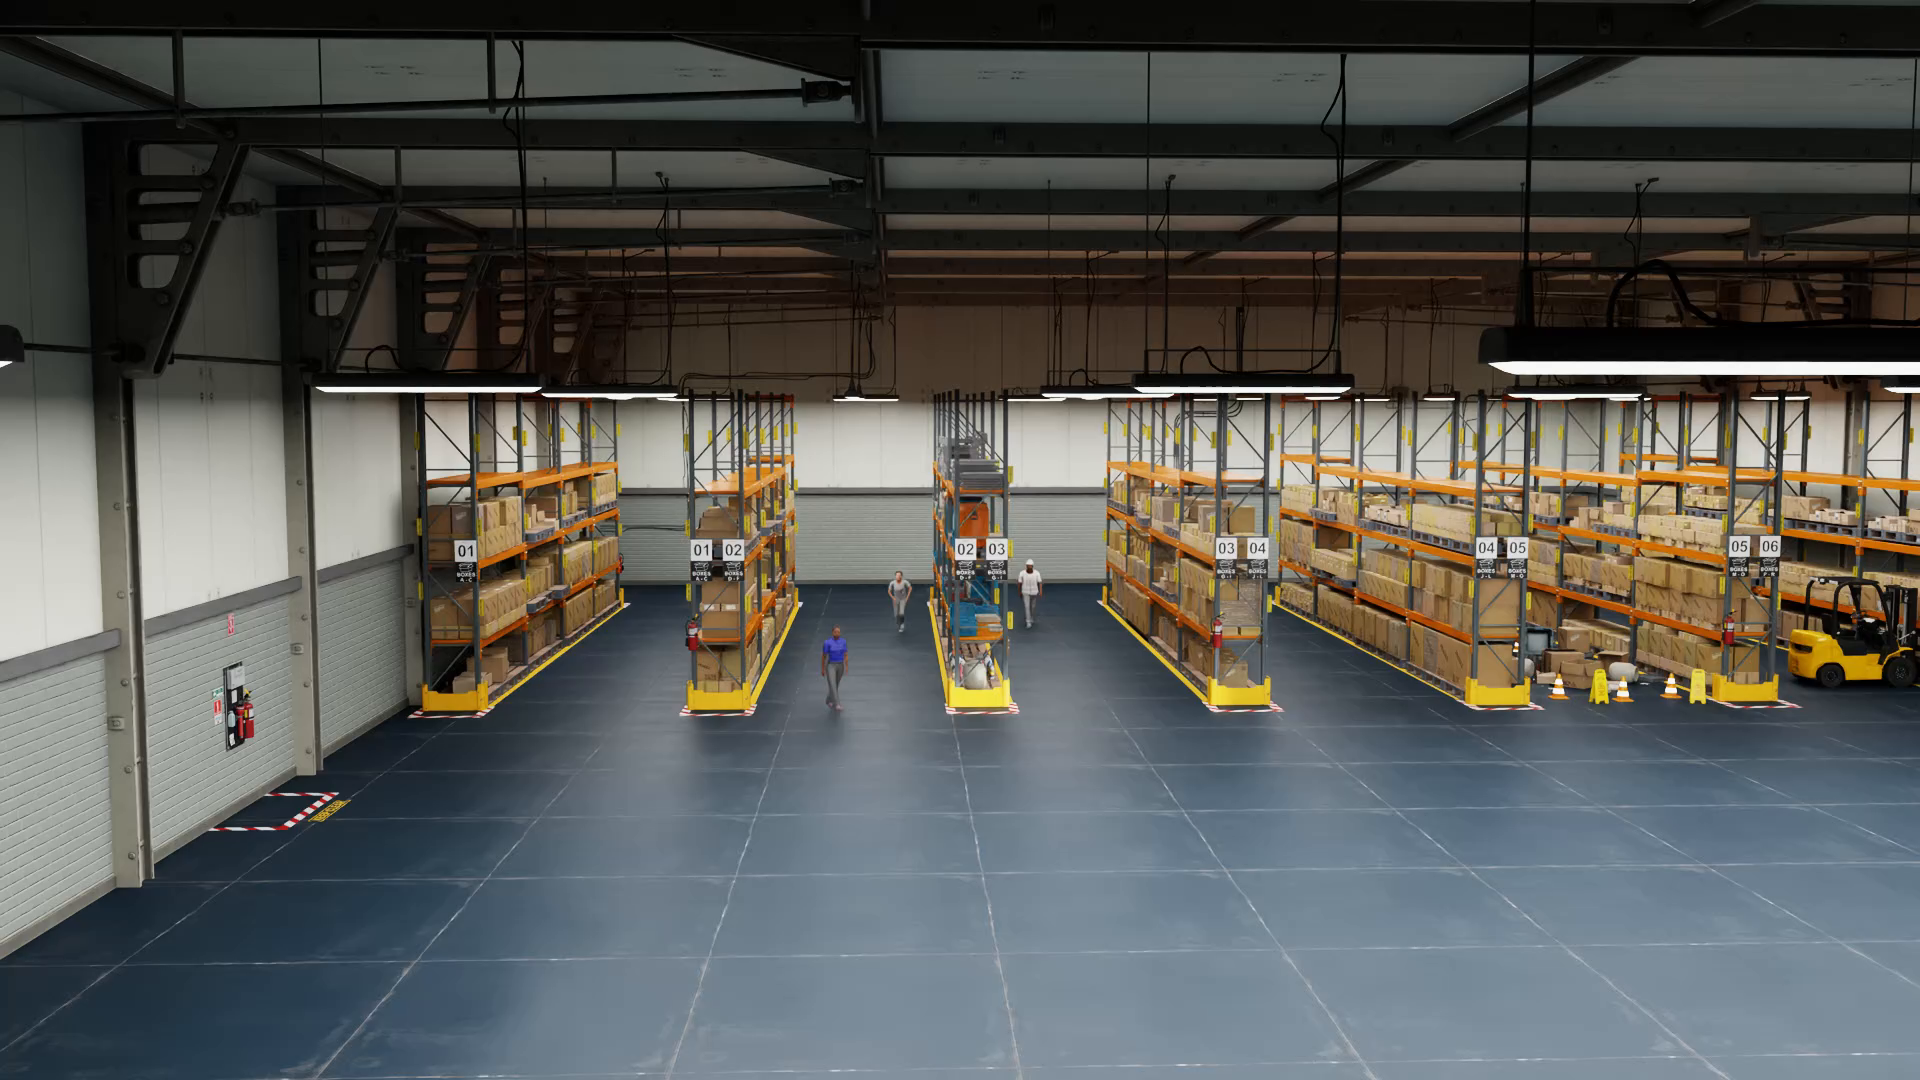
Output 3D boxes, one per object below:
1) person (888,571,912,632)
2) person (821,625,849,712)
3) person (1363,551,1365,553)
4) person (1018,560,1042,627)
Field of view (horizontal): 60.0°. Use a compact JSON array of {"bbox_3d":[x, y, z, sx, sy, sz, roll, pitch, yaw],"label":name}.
[{"bbox_3d":[-1.497,1.537,41.697,0.575,1.581,0.702,1,5,8],"label":"person"},{"bbox_3d":[-2.302,2.377,30.936,0.477,1.595,1.037,-3,6,-34],"label":"person"},{"bbox_3d":[11.283,1.145,45.770,0.573,1.681,0.436,0,5,-3],"label":"person"},{"bbox_3d":[1.815,1.364,42.810,0.595,1.711,1.073,0,5,-5],"label":"person"}]
